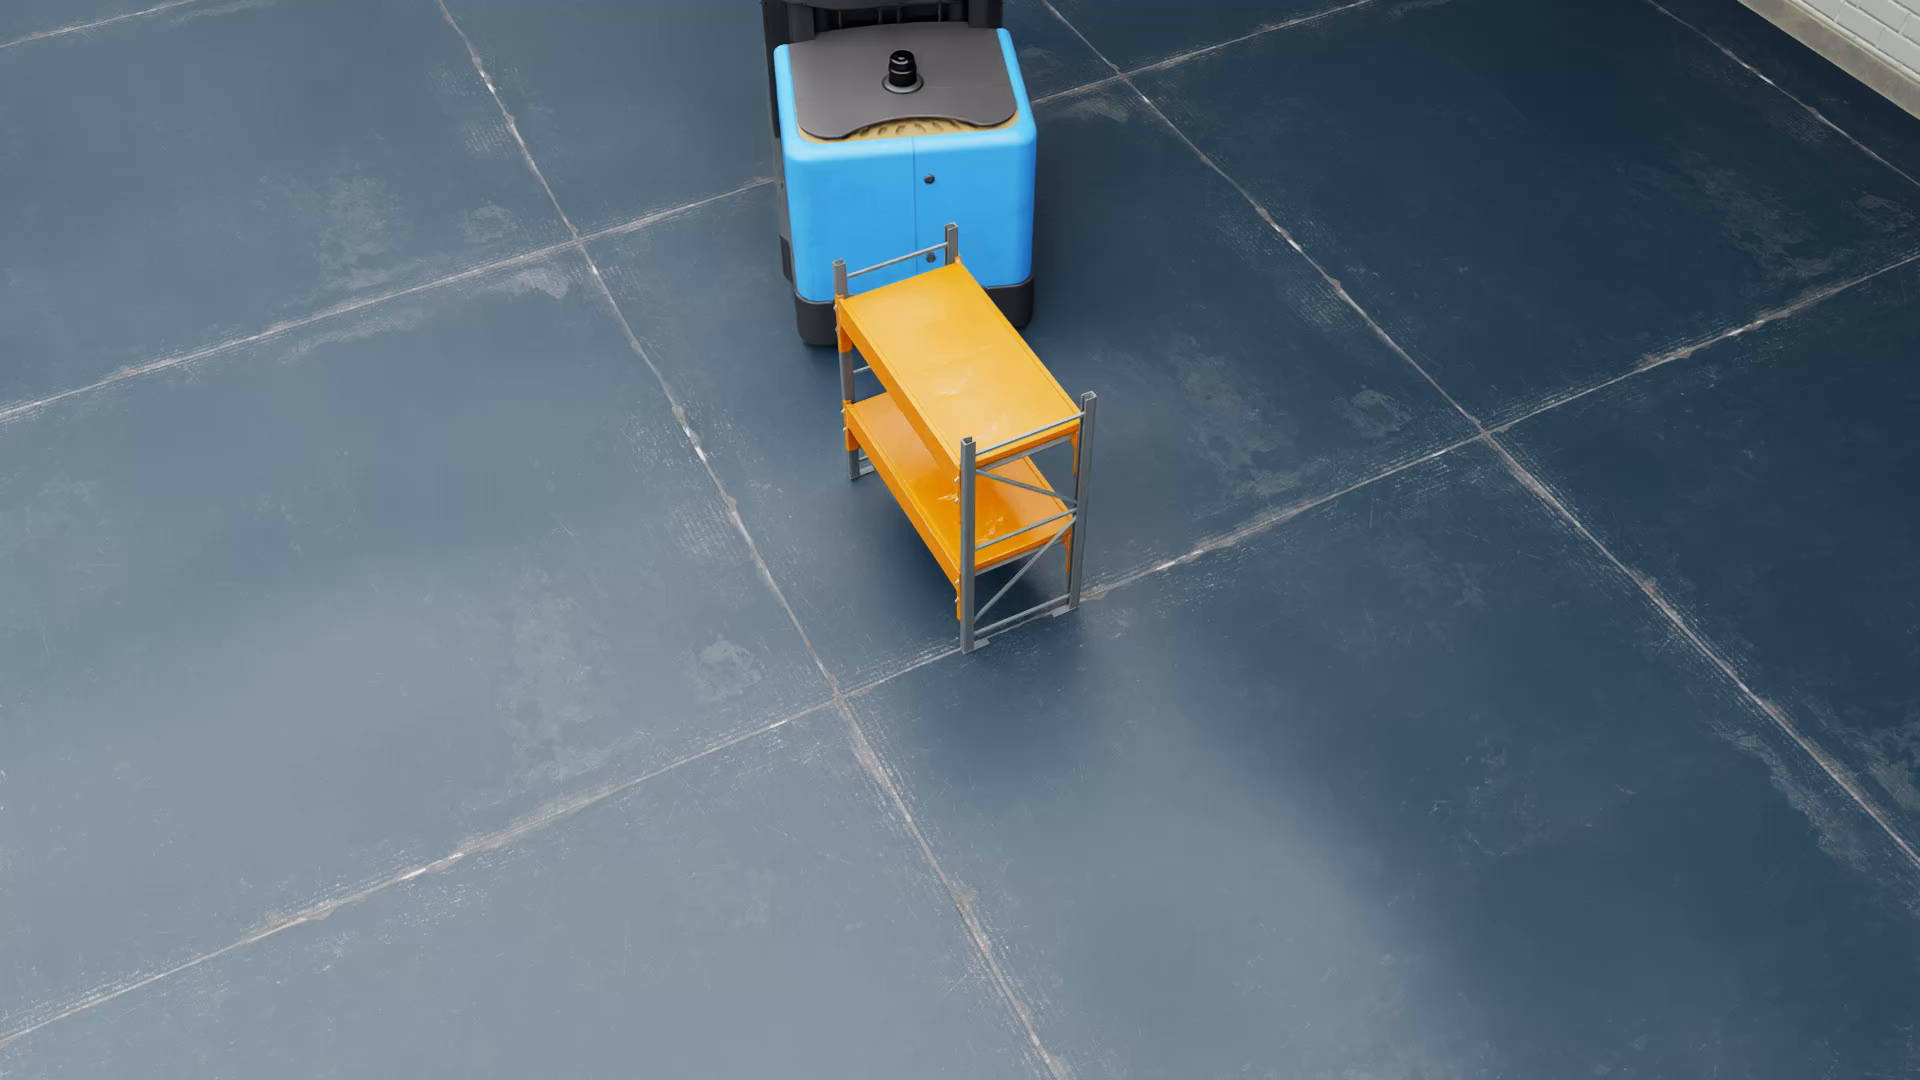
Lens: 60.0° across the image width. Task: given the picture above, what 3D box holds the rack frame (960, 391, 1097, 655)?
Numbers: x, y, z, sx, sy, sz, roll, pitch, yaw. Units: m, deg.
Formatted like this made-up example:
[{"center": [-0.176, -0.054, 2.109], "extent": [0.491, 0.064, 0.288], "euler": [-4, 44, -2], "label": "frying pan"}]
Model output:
[{"center": [0.230, -0.035, 5.926], "extent": [0.500, 1.125, 0.032], "euler": [-21, 52, -18], "label": "rack frame"}]

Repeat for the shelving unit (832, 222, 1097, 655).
[{"center": [-0.003, -0.375, 6.223], "extent": [0.538, 1.125, 1.048], "euler": [-21, 52, -18], "label": "shelving unit"}]

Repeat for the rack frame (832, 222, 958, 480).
[{"center": [-0.236, -0.715, 6.521], "extent": [0.500, 1.125, 0.032], "euler": [-21, 52, -18], "label": "rack frame"}]

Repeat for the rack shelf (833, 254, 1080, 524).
[{"center": [-0.003, -0.568, 6.003], "extent": [0.538, 0.278, 1.000], "euler": [-21, 52, -18], "label": "rack shelf"}]

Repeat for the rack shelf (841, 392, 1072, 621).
[{"center": [-0.003, -0.214, 6.407], "extent": [0.538, 0.278, 1.000], "euler": [-21, 52, -18], "label": "rack shelf"}]

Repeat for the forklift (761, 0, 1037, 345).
[{"center": [-0.384, -2.943, 7.269], "extent": [1.130, 2.935, 3.031], "euler": [-6, 49, -5], "label": "forklift"}]
